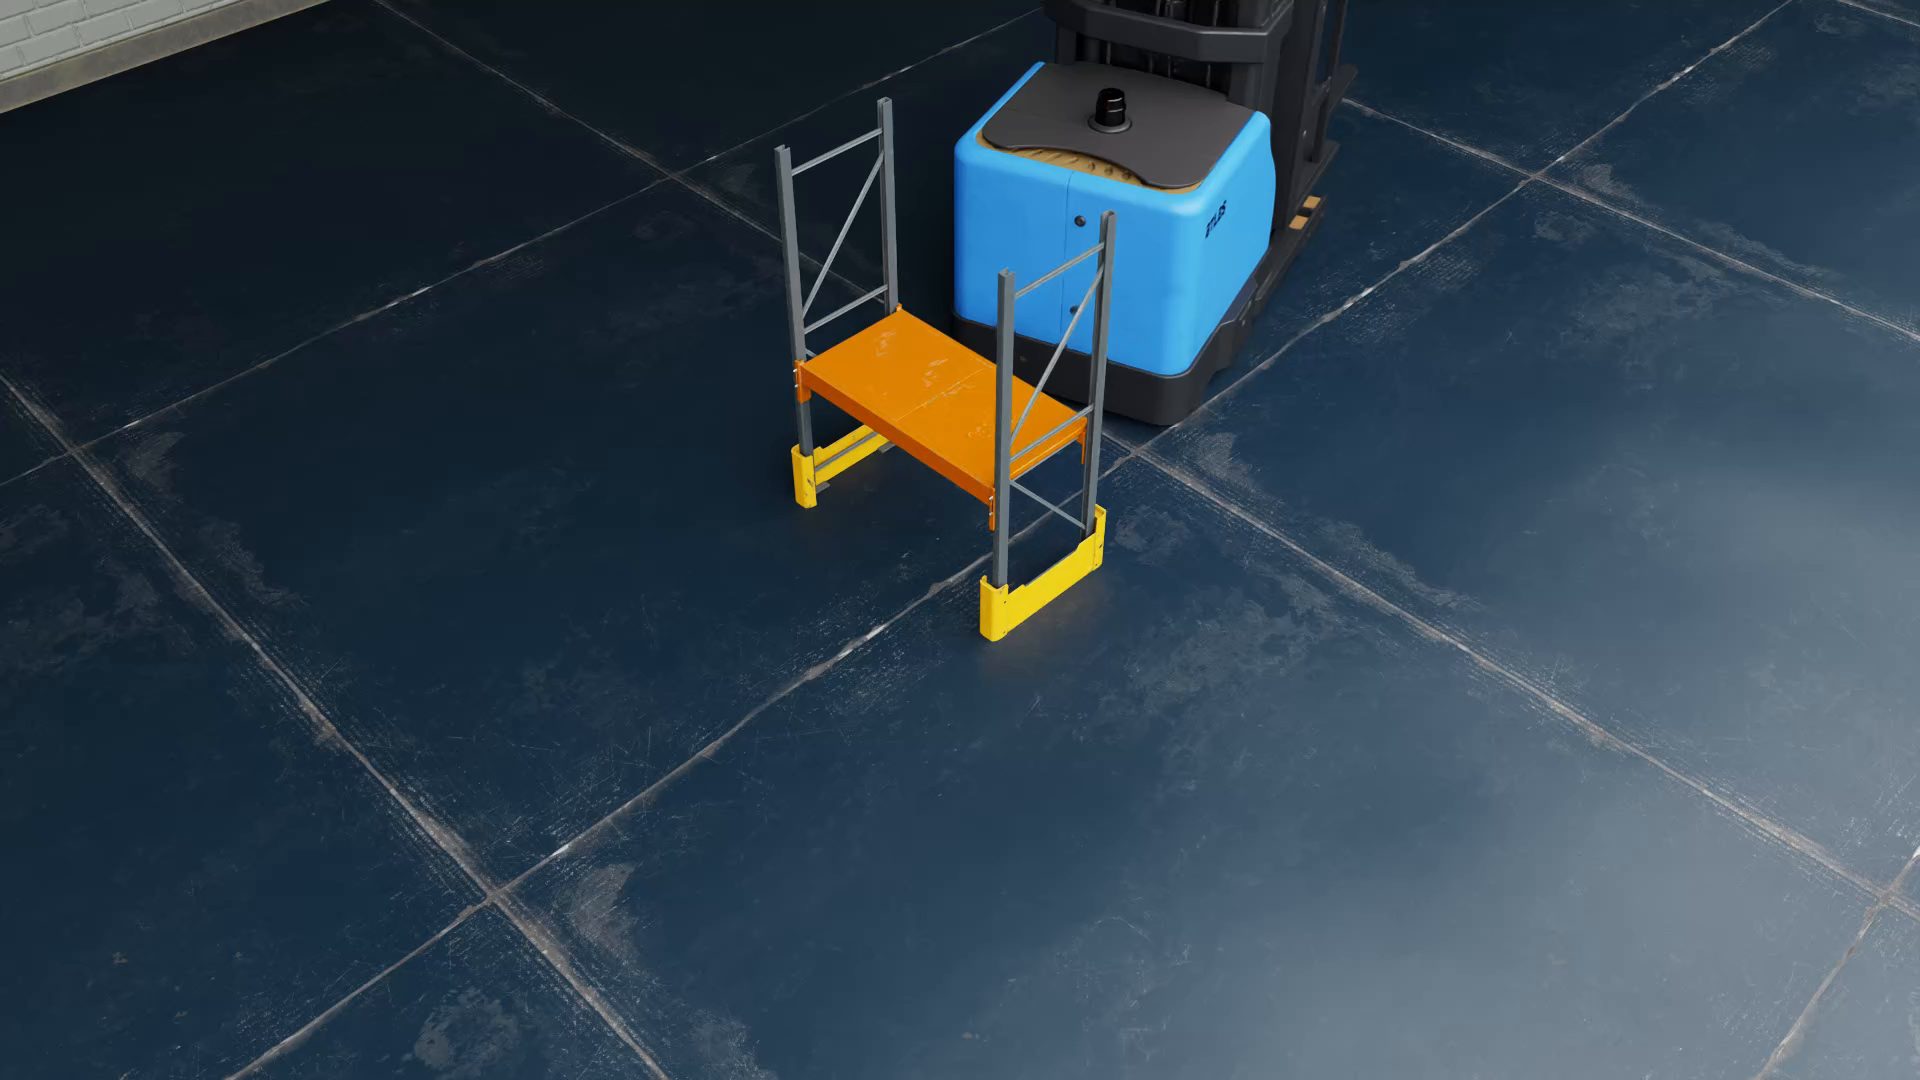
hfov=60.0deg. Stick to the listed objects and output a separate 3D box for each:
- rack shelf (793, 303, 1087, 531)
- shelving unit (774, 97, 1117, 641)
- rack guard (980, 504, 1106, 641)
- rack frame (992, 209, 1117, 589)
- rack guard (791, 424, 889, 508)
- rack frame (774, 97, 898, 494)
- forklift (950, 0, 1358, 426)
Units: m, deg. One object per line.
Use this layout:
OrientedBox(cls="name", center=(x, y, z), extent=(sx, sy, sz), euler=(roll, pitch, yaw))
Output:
OrientedBox(cls="rack shelf", center=(-0.060, -0.460, 5.907), extent=(0.538, 0.185, 1.000), euler=(-34, 53, -31))
OrientedBox(cls="shelving unit", center=(-0.054, -0.587, 5.781), extent=(0.587, 1.500, 1.083), euler=(-34, 53, -31))
OrientedBox(cls="rack guard", center=(0.298, 0.111, 5.946), extent=(0.587, 0.250, 0.087), euler=(-34, 53, -31))
OrientedBox(cls="rack frame", center=(0.299, -0.348, 5.521), extent=(0.500, 1.500, 0.032), euler=(-34, 53, -31))
OrientedBox(cls="rack guard", center=(-0.406, -0.368, 6.464), extent=(0.587, 0.250, 0.087), euler=(-34, 53, -31))
OrientedBox(cls="rack frame", center=(-0.419, -0.836, 6.050), extent=(0.500, 1.500, 0.032), euler=(-34, 53, -31))
OrientedBox(cls="forklift", center=(1.069, -2.533, 6.831), extent=(1.130, 2.935, 3.031), euler=(19, 46, 19))
